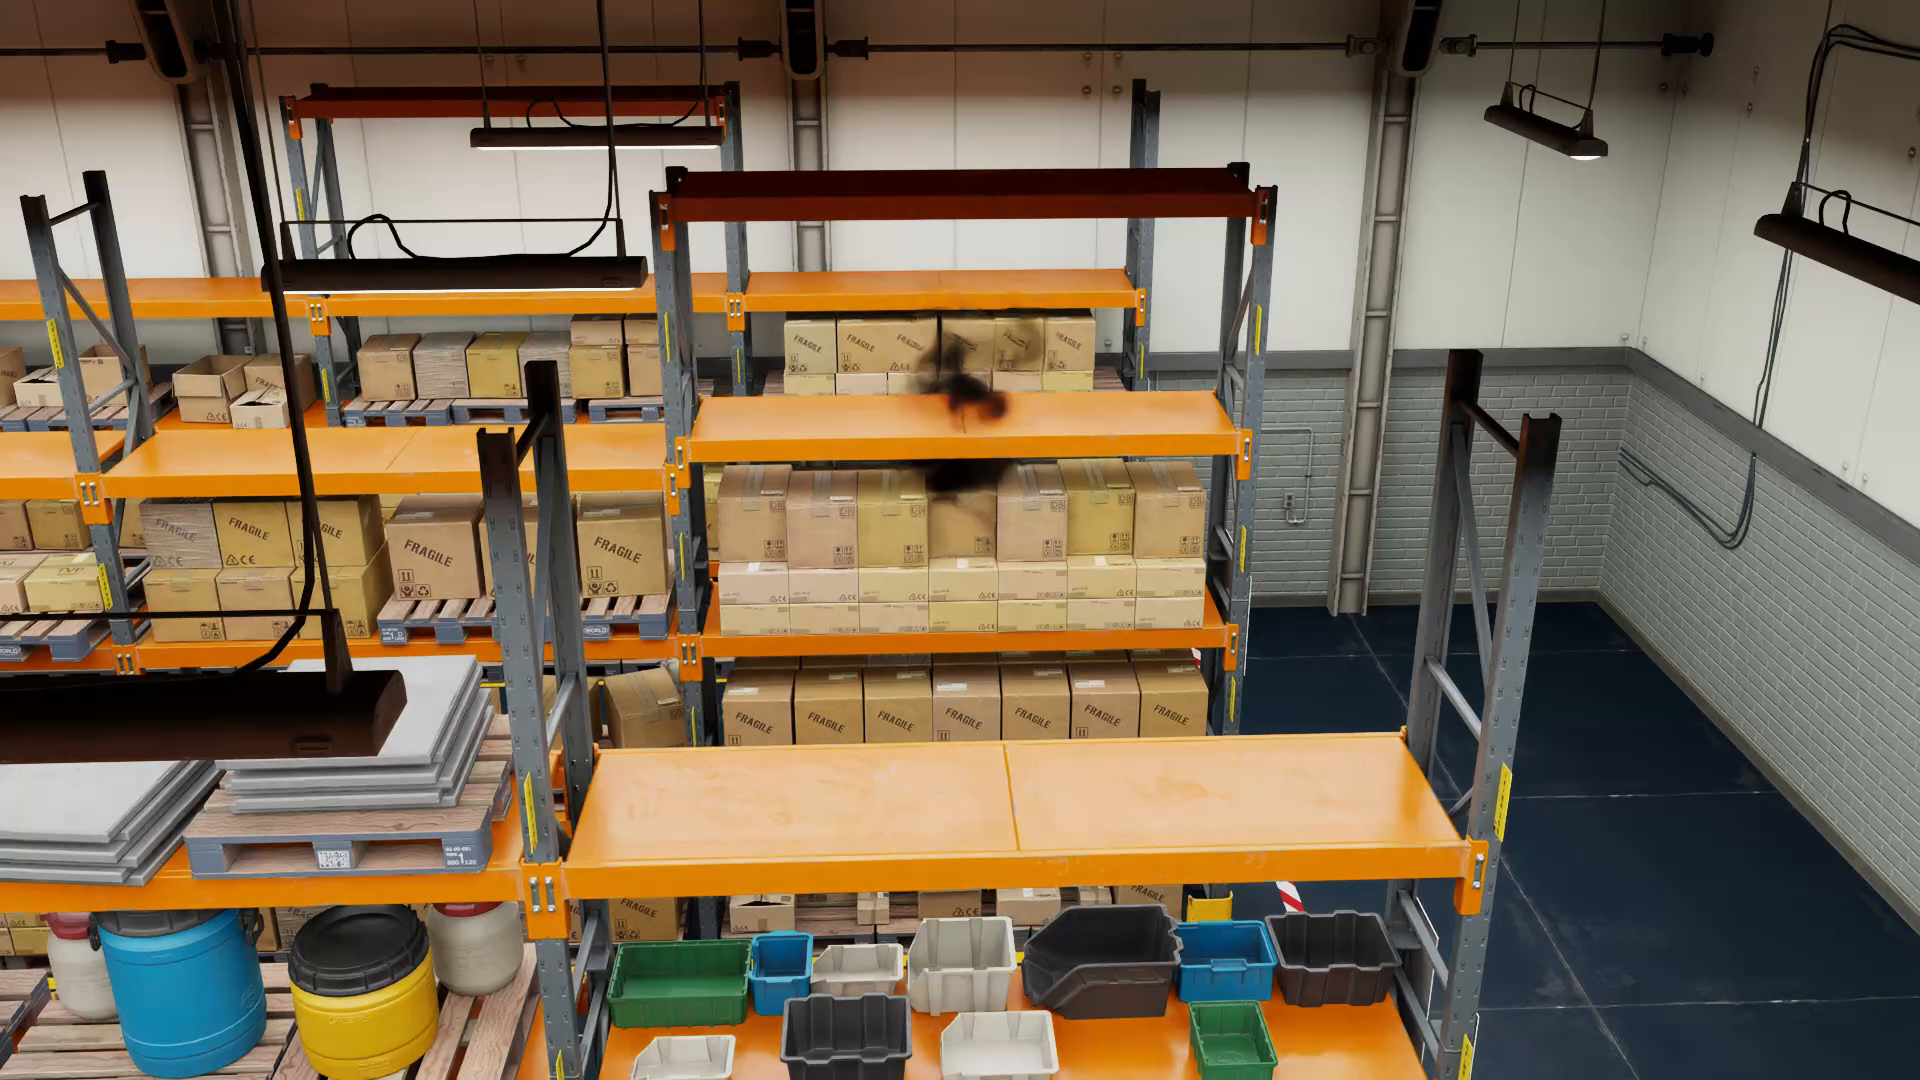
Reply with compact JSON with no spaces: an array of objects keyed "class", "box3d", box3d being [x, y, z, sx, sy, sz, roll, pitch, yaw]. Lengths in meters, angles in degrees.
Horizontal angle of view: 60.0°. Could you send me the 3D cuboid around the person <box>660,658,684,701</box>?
[{"class":"person","box3d":[-2.487,1.487,14.526,0.739,1.790,0.654,-3,22,-8]}]
